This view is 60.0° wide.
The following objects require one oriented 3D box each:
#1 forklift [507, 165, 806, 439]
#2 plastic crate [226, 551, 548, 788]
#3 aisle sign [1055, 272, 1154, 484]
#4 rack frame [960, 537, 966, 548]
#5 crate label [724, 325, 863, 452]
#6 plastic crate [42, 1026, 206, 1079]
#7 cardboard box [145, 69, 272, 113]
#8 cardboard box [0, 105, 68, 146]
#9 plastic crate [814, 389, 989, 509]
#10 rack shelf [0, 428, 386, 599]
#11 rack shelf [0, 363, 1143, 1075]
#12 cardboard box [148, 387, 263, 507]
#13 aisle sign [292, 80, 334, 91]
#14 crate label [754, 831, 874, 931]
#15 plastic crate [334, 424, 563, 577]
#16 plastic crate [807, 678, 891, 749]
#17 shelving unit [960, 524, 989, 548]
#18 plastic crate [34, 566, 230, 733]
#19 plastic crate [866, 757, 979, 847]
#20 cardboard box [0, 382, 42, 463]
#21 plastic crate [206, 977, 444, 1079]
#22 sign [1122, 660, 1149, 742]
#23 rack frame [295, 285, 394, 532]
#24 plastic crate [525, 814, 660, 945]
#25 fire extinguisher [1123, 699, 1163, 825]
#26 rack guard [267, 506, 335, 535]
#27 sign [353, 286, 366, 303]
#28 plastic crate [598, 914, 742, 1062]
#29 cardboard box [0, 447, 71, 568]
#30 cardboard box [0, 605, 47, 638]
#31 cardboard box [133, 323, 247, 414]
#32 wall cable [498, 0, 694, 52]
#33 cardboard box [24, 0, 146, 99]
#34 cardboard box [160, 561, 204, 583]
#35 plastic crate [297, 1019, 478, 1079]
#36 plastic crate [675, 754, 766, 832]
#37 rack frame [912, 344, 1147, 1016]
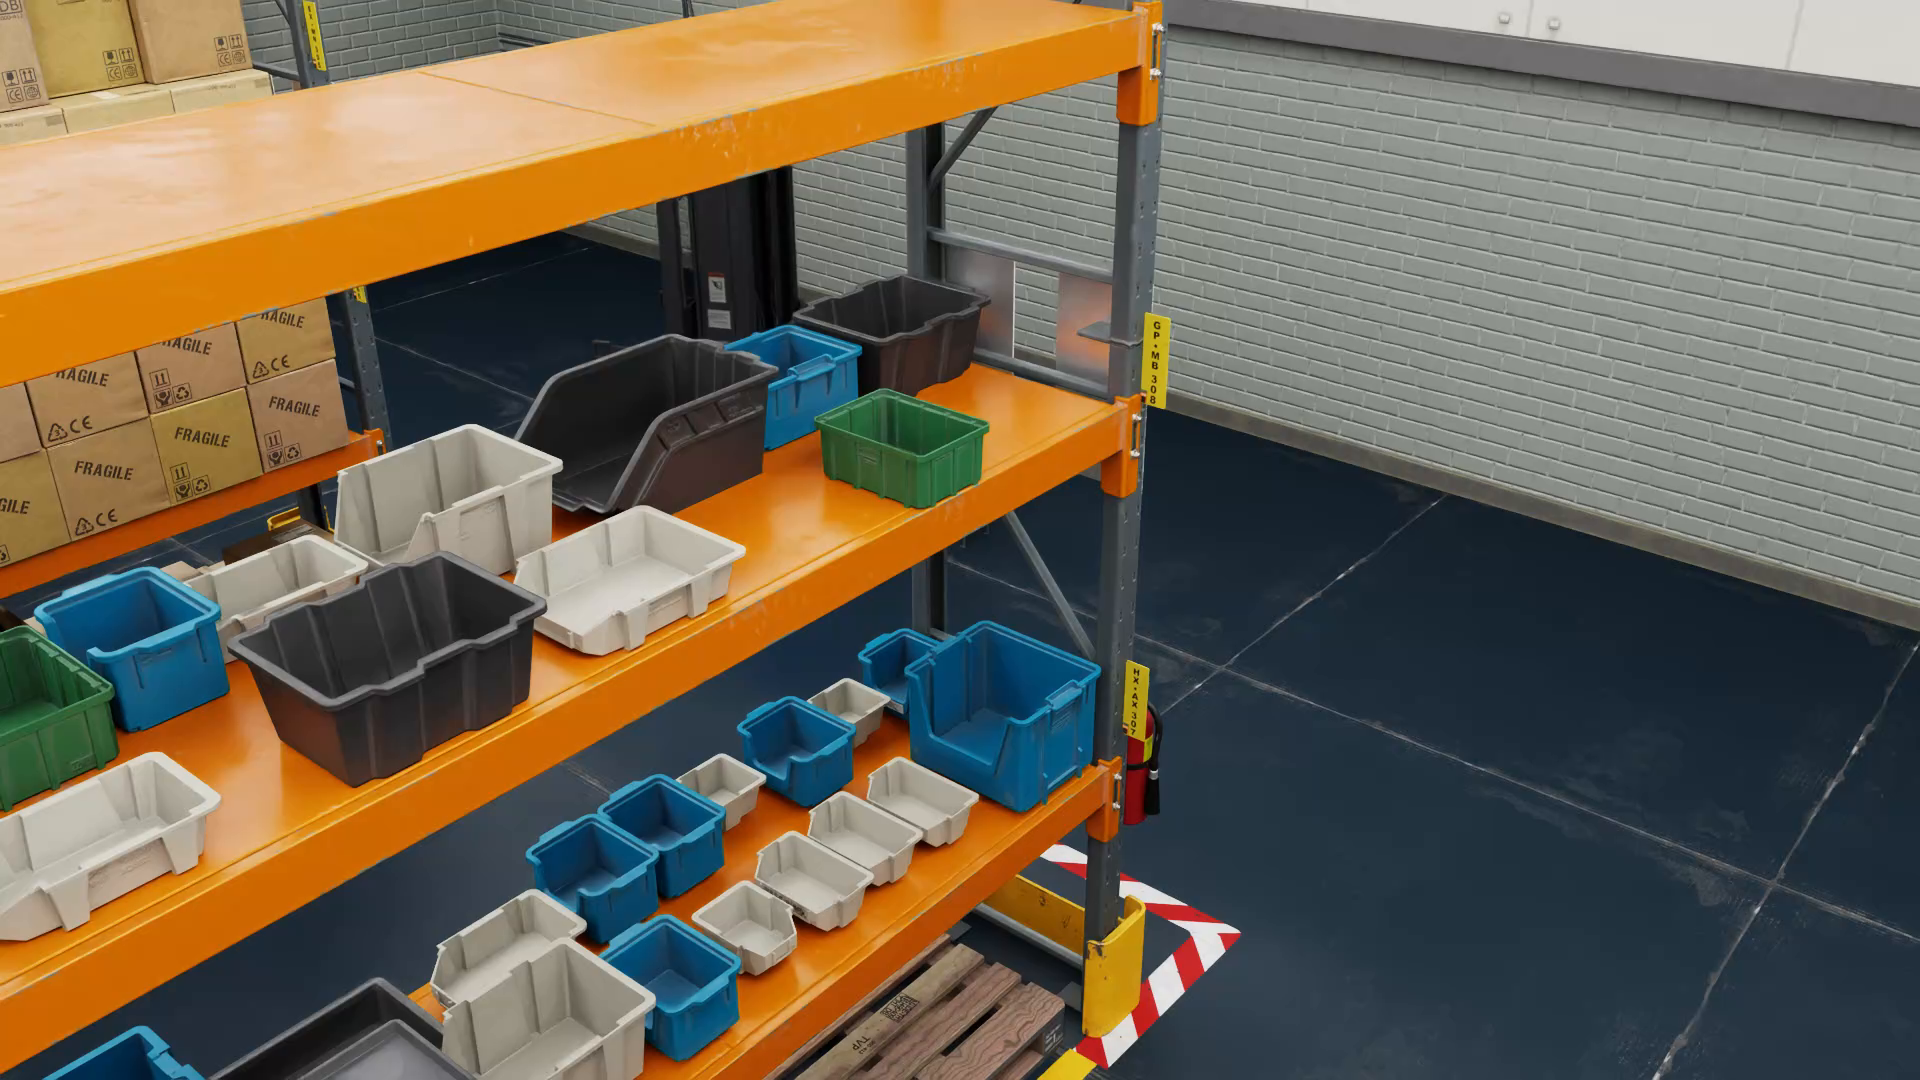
[{"bbox_3d":[-1.839,-1.515,10.621,3.031,2.935,1.130,7,28,13],"label":"forklift"},{"bbox_3d":[-1.315,0.308,3.899,0.497,0.269,0.590,21,34,34],"label":"plastic crate"},{"bbox_3d":[0.499,-0.570,5.890,0.394,0.787,0.004,21,34,34],"label":"aisle sign"},{"bbox_3d":[-0.044,-0.442,10.594,0.200,1.050,0.008,21,34,34],"label":"rack frame"},{"bbox_3d":[-0.609,-0.509,5.498,0.408,0.251,0.502,21,34,34],"label":"crate label"},{"bbox_3d":[-2.283,1.658,4.364,0.392,0.384,0.575,21,34,34],"label":"plastic crate"},{"bbox_3d":[-3.723,-2.155,8.138,0.500,0.250,0.500,21,34,34],"label":"cardboard box"},{"bbox_3d":[-4.361,-1.802,7.455,0.500,0.250,0.500,21,34,34],"label":"cardboard box"},{"bbox_3d":[-0.180,-0.280,5.125,0.450,0.188,0.336,21,34,34],"label":"plastic crate"},{"bbox_3d":[-4.865,0.104,8.199,1.077,0.370,4.000,21,34,34],"label":"rack shelf"},{"bbox_3d":[-1.045,0.221,4.709,1.077,0.370,4.000,21,34,34],"label":"rack shelf"},{"bbox_3d":[-3.995,-0.545,8.563,0.500,0.500,0.500,21,34,35],"label":"cardboard box"},{"bbox_3d":[-3.313,-2.014,8.681,0.394,0.787,0.004,21,34,34],"label":"aisle sign"},{"bbox_3d":[-0.506,1.162,5.594,0.396,0.136,0.243,21,34,34],"label":"crate label"},{"bbox_3d":[-1.421,-0.059,4.597,0.437,0.282,0.530,21,34,34],"label":"plastic crate"},{"bbox_3d":[-0.452,0.696,6.494,0.250,0.136,0.298,21,34,34],"label":"plastic crate"},{"bbox_3d":[0.034,-0.485,10.677,0.215,1.050,0.252,21,34,34],"label":"shelving unit"},{"bbox_3d":[-1.984,0.269,4.015,0.416,0.233,0.300,21,34,34],"label":"plastic crate"},{"bbox_3d":[-0.152,0.957,5.989,0.396,0.136,0.243,21,34,34],"label":"plastic crate"},{"bbox_3d":[-4.637,-0.628,7.634,0.500,0.500,0.500,22,35,36],"label":"cardboard box"},{"bbox_3d":[-1.812,1.563,4.830,0.437,0.125,0.590,21,34,34],"label":"plastic crate"},{"bbox_3d":[0.662,0.607,6.266,0.100,0.325,0.005,21,34,34],"label":"sign"},{"bbox_3d":[-3.593,-0.924,9.404,1.000,3.000,0.127,21,34,34],"label":"rack frame"},{"bbox_3d":[-1.212,1.137,5.537,0.416,0.233,0.300,21,34,34],"label":"plastic crate"},{"bbox_3d":[0.674,0.804,6.553,0.296,0.674,0.183,21,34,34],"label":"fire extinguisher"},{"bbox_3d":[-3.641,0.213,9.926,1.175,0.500,0.348,21,34,34],"label":"rack guard"},{"bbox_3d":[-3.177,-1.410,8.738,0.100,0.325,0.005,21,34,34],"label":"sign"},{"bbox_3d":[-0.881,1.375,5.076,0.416,0.233,0.300,21,34,34],"label":"plastic crate"},{"bbox_3d":[-4.637,-0.192,7.879,0.500,0.500,0.500,20,34,34],"label":"cardboard box"},{"bbox_3d":[-4.946,0.740,8.426,0.797,0.503,0.637,21,34,34],"label":"cardboard box"},{"bbox_3d":[-3.984,-0.995,8.344,0.500,0.500,0.500,22,34,36],"label":"cardboard box"},{"bbox_3d":[-3.544,-5.557,15.210,3.097,2.526,0.112,21,34,34],"label":"wall cable"},{"bbox_3d":[-4.290,-2.406,7.806,0.700,0.500,0.500,21,34,34],"label":"cardboard box"},{"bbox_3d":[-4.475,0.389,9.380,0.500,0.250,0.500,21,34,34],"label":"cardboard box"},{"bbox_3d":[-1.556,1.645,4.304,0.402,0.464,0.583,21,34,34],"label":"plastic crate"},{"bbox_3d":[-0.883,0.936,6.029,0.250,0.136,0.298,21,34,34],"label":"plastic crate"},{"bbox_3d":[0.227,0.525,6.603,1.000,3.000,0.127,21,34,34],"label":"rack frame"}]
